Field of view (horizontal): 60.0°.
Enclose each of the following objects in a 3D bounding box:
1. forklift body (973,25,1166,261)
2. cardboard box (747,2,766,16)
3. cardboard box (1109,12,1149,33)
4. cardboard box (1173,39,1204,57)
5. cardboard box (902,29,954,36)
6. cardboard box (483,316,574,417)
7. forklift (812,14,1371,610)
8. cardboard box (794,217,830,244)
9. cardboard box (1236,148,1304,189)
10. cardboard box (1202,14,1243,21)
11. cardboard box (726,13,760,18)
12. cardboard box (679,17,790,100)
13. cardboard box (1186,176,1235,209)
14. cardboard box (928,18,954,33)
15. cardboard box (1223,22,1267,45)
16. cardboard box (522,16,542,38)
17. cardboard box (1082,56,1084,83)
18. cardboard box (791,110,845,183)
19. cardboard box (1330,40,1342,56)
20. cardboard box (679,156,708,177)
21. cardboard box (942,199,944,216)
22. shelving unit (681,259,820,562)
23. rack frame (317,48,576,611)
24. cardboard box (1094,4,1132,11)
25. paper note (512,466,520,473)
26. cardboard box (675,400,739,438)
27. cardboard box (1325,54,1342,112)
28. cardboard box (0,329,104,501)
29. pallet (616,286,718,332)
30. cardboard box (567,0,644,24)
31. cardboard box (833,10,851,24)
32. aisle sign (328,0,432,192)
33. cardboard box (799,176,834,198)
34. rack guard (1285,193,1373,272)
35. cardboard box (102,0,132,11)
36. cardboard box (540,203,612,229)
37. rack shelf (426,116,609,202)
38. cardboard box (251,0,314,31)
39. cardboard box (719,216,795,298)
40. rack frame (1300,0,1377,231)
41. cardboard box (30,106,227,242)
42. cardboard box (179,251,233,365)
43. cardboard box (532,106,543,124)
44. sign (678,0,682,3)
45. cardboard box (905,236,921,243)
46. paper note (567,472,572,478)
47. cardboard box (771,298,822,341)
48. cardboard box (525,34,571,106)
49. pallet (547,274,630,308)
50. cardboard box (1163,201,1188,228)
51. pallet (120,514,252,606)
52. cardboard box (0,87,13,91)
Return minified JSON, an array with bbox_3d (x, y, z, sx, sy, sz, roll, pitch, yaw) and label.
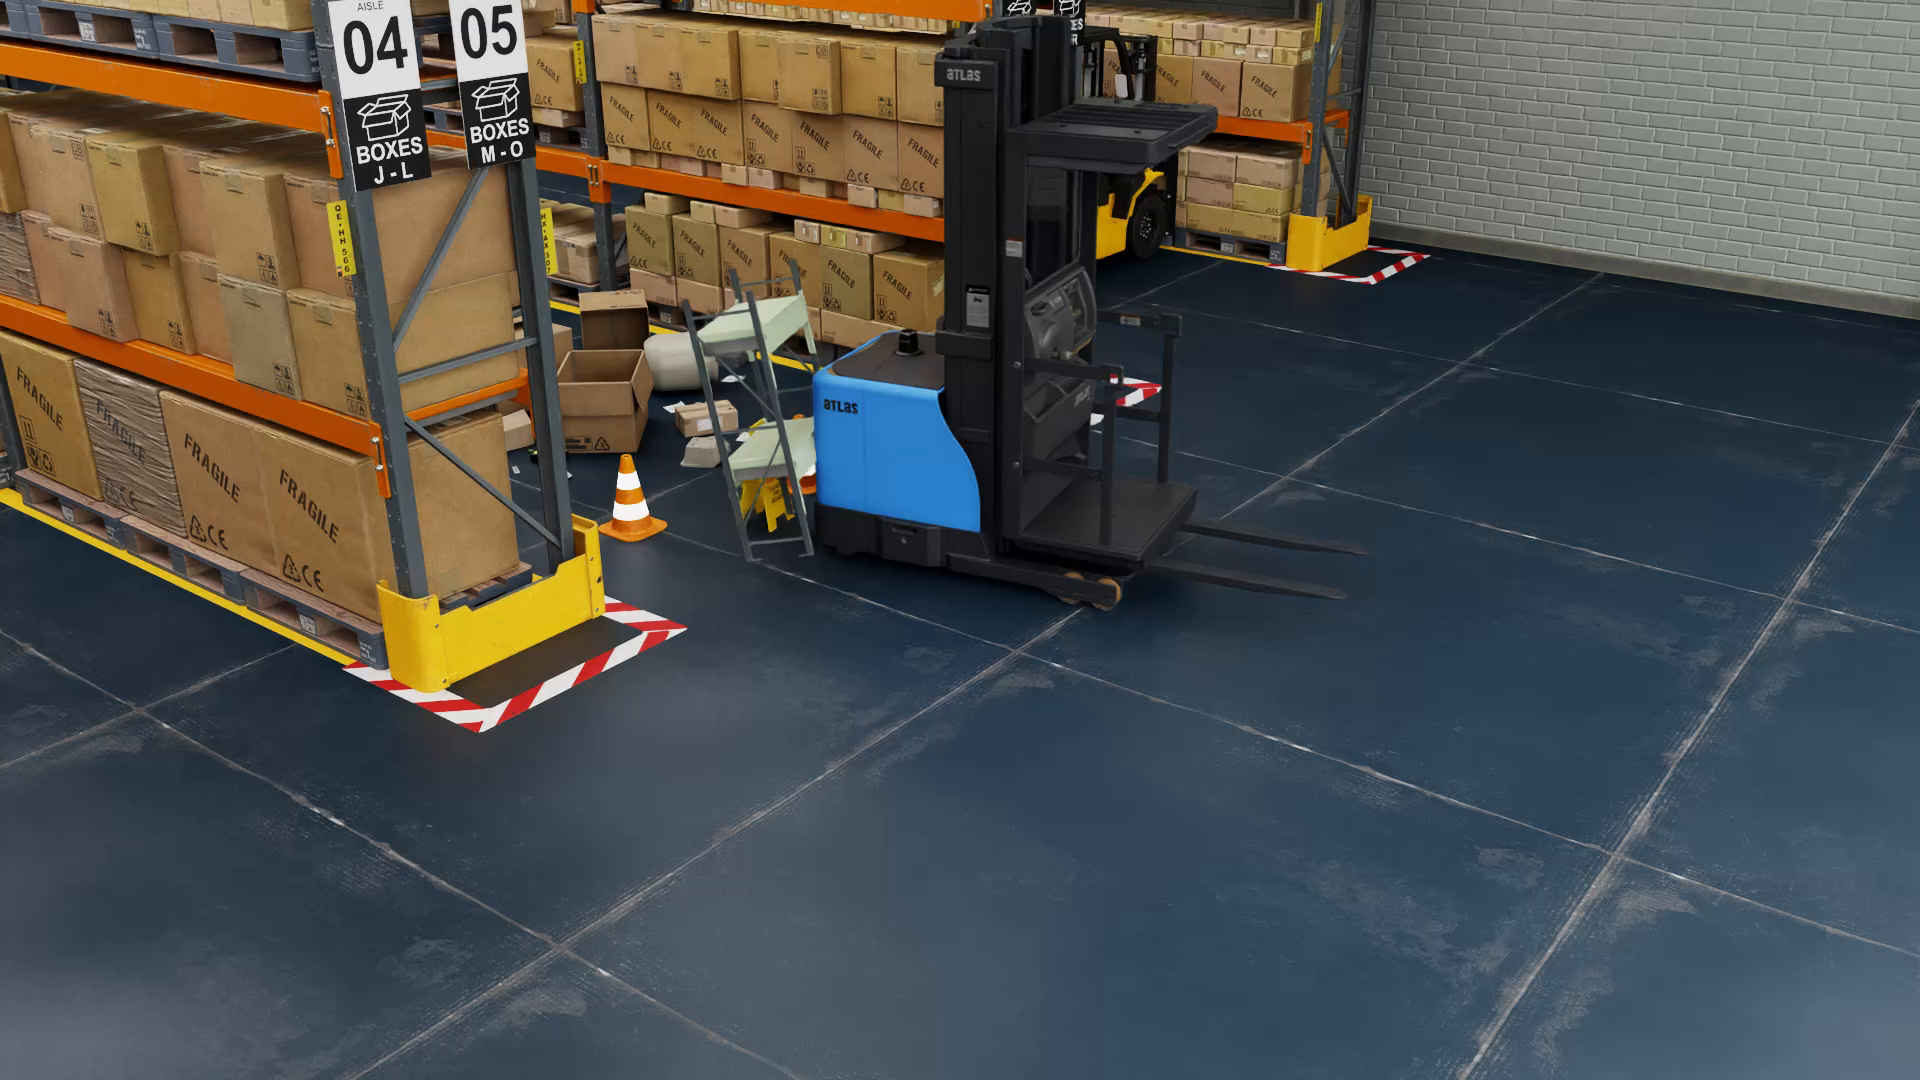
[{"bbox_3d":[0.876,-3.560,15.162,1.214,2.155,2.313,17,29,33],"label":"forklift body"},{"bbox_3d":[-2.184,-6.006,18.734,0.250,0.149,0.380,17,29,34],"label":"cardboard box"},{"bbox_3d":[1.652,-5.011,16.106,0.250,0.149,0.380,17,29,33],"label":"cardboard box"},{"bbox_3d":[2.215,-4.662,15.683,0.250,0.149,0.380,16,28,32],"label":"cardboard box"},{"bbox_3d":[-0.260,-5.242,17.494,0.500,0.250,0.500,16,28,32],"label":"cardboard box"},{"bbox_3d":[-3.164,-1.227,11.743,0.503,0.637,0.797,17,29,33],"label":"cardboard box"},{"bbox_3d":[0.727,-1.210,8.861,3.031,2.935,1.130,10,26,22],"label":"forklift"},{"bbox_3d":[-1.027,-2.353,12.525,0.250,0.149,0.380,18,30,35],"label":"cardboard box"},{"bbox_3d":[2.932,-3.481,15.579,0.500,0.250,0.500,18,29,35],"label":"cardboard box"},{"bbox_3d":[2.523,-4.961,15.992,0.250,0.149,0.380,18,29,35],"label":"cardboard box"},{"bbox_3d":[-2.306,-5.866,18.908,0.500,0.250,0.500,18,29,35],"label":"cardboard box"},{"bbox_3d":[-1.684,-3.646,12.571,0.500,0.500,0.700,16,28,32],"label":"cardboard box"},{"bbox_3d":[2.515,-3.383,15.977,0.500,0.250,0.500,16,29,33],"label":"cardboard box"},{"bbox_3d":[-0.120,-5.399,17.356,0.250,0.149,0.380,18,29,35],"label":"cardboard box"},{"bbox_3d":[2.633,-4.680,15.354,0.250,0.149,0.380,18,29,34],"label":"cardboard box"},{"bbox_3d":[-3.752,-4.316,14.006,0.250,0.149,0.380,16,28,32],"label":"cardboard box"},{"bbox_3d":[1.317,-4.657,16.476,0.500,0.500,0.500,16,29,33],"label":"cardboard box"},{"bbox_3d":[-0.883,-2.945,12.221,0.500,0.500,0.500,17,29,33],"label":"cardboard box"},{"bbox_3d":[3.371,-4.587,15.512,0.250,0.149,0.380,16,28,32],"label":"cardboard box"},{"bbox_3d":[-1.987,-2.979,13.103,0.250,0.149,0.380,18,29,35],"label":"cardboard box"},{"bbox_3d":[0.086,-2.383,11.749,0.250,0.149,0.380,18,29,35],"label":"cardboard box"},{"bbox_3d":[-1.056,-0.728,9.299,0.431,1.500,0.755,-6,21,16],"label":"shelving unit"},{"bbox_3d":[-2.375,-0.855,7.970,0.127,3.000,1.000,17,29,33],"label":"rack frame"},{"bbox_3d":[1.552,-5.302,16.765,0.250,0.149,0.380,16,29,32],"label":"cardboard box"},{"bbox_3d":[-2.876,-0.454,10.769,0.032,0.001,0.123,-10,26,-21],"label":"paper note"},{"bbox_3d":[-1.747,-0.837,11.464,0.380,0.149,0.250,-10,26,-21],"label":"cardboard box"},{"bbox_3d":[3.257,-4.334,15.742,0.500,0.500,0.500,18,29,35],"label":"cardboard box"},{"bbox_3d":[-5.114,-0.867,10.112,0.875,0.875,0.875,17,29,34],"label":"cardboard box"},{"bbox_3d":[-2.129,-2.016,14.065,1.213,0.211,1.003,17,29,33],"label":"pallet"},{"bbox_3d":[-4.331,-6.588,20.332,0.637,0.503,0.797,16,28,32],"label":"cardboard box"},{"bbox_3d":[-1.160,-5.699,18.035,0.250,0.149,0.380,17,29,34],"label":"cardboard box"},{"bbox_3d":[-2.498,-1.930,7.187,0.004,0.787,0.394,17,29,33],"label":"aisle sign"},{"bbox_3d":[-0.980,-2.669,12.400,0.250,0.149,0.380,16,29,33],"label":"cardboard box"},{"bbox_3d":[3.506,-2.929,15.777,0.348,0.500,1.175,17,29,33],"label":"rack guard"},{"bbox_3d":[-3.860,-2.629,7.942,0.250,0.149,0.380,17,29,34],"label":"cardboard box"},{"bbox_3d":[-3.686,-2.732,14.968,0.625,0.372,0.950,19,30,36],"label":"cardboard box"},{"bbox_3d":[-4.288,-3.598,15.088,4.000,0.370,1.077,17,29,33],"label":"rack shelf"},{"bbox_3d":[-2.844,-2.321,7.245,0.250,0.149,0.380,17,29,33],"label":"cardboard box"},{"bbox_3d":[-1.528,-2.239,13.071,0.500,0.500,0.500,19,30,36],"label":"cardboard box"},{"bbox_3d":[3.487,-4.079,15.286,0.127,3.000,1.000,17,29,33],"label":"rack frame"},{"bbox_3d":[-4.441,-2.014,9.075,0.550,0.550,0.875,17,29,33],"label":"cardboard box"},{"bbox_3d":[-3.525,-1.300,8.795,0.550,0.550,0.875,17,29,33],"label":"cardboard box"},{"bbox_3d":[-3.465,-3.625,14.049,0.250,0.149,0.380,16,28,32],"label":"cardboard box"},{"bbox_3d":[-3.232,-6.329,19.057,0.005,0.325,0.100,17,29,33],"label":"sign"},{"bbox_3d":[-0.407,-2.168,12.910,0.500,0.500,0.500,16,28,31],"label":"cardboard box"},{"bbox_3d":[-2.578,-0.412,10.649,0.144,0.017,0.142,-15,28,-30],"label":"paper note"},{"bbox_3d":[-1.127,-1.771,12.939,0.500,0.250,0.500,16,28,31],"label":"cardboard box"},{"bbox_3d":[-3.592,-3.975,14.037,0.500,0.500,0.500,17,29,34],"label":"cardboard box"},{"bbox_3d":[-3.311,-2.355,14.833,1.213,0.211,1.003,17,29,33],"label":"pallet"},{"bbox_3d":[2.135,-3.271,16.344,0.500,0.250,0.500,17,29,34],"label":"cardboard box"},{"bbox_3d":[-4.033,-0.042,9.583,1.213,0.211,1.003,17,29,33],"label":"pallet"},{"bbox_3d":[-6.389,-2.567,10.492,0.500,0.500,0.700,16,29,32],"label":"cardboard box"}]
